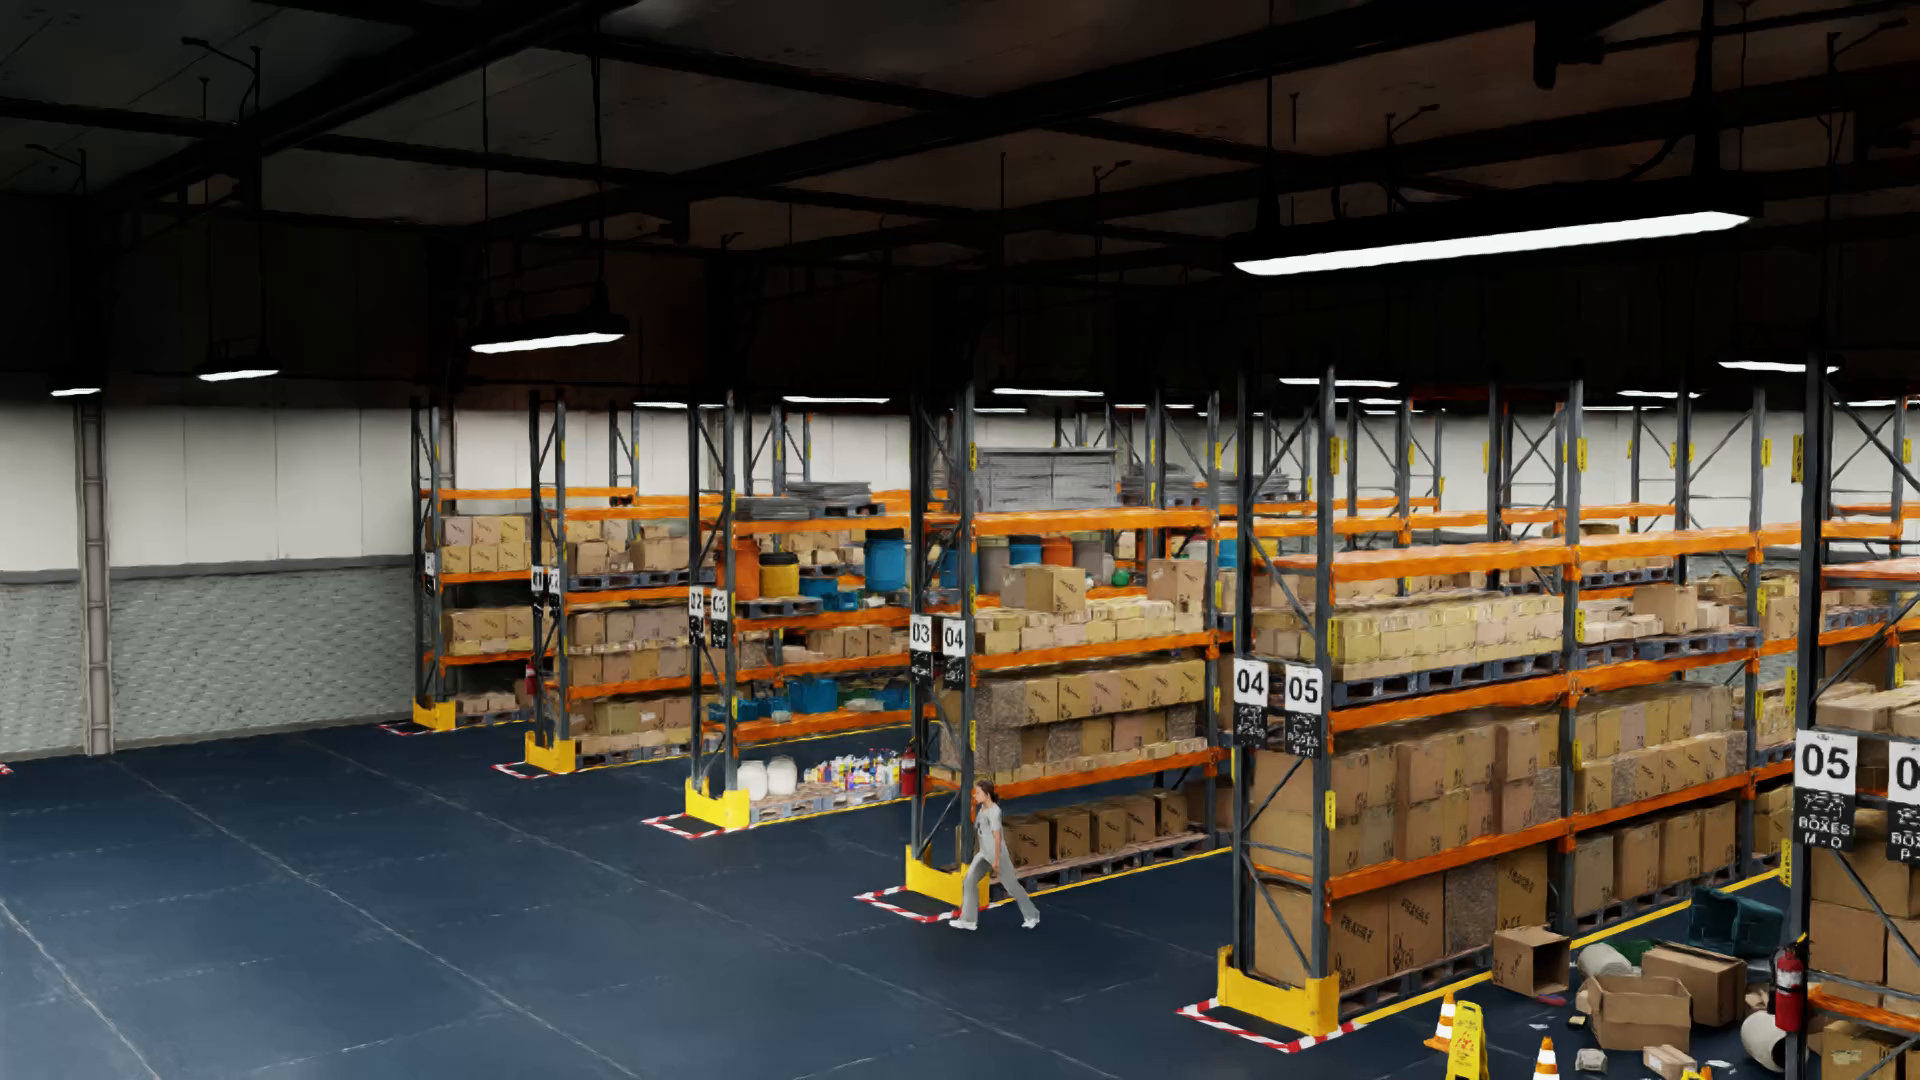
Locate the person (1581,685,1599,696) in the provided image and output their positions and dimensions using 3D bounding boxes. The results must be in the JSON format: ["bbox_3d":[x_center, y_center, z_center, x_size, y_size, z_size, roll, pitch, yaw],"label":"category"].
[{"bbox_3d":[9.310,2.859,24.554,0.364,1.682,0.582,2,4,31],"label":"person"}]

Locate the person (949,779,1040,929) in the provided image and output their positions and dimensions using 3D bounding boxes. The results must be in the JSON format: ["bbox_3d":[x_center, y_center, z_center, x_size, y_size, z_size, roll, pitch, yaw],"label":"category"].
[{"bbox_3d":[0.382,3.321,17.565,0.953,1.610,0.493,-1,4,-21],"label":"person"}]
